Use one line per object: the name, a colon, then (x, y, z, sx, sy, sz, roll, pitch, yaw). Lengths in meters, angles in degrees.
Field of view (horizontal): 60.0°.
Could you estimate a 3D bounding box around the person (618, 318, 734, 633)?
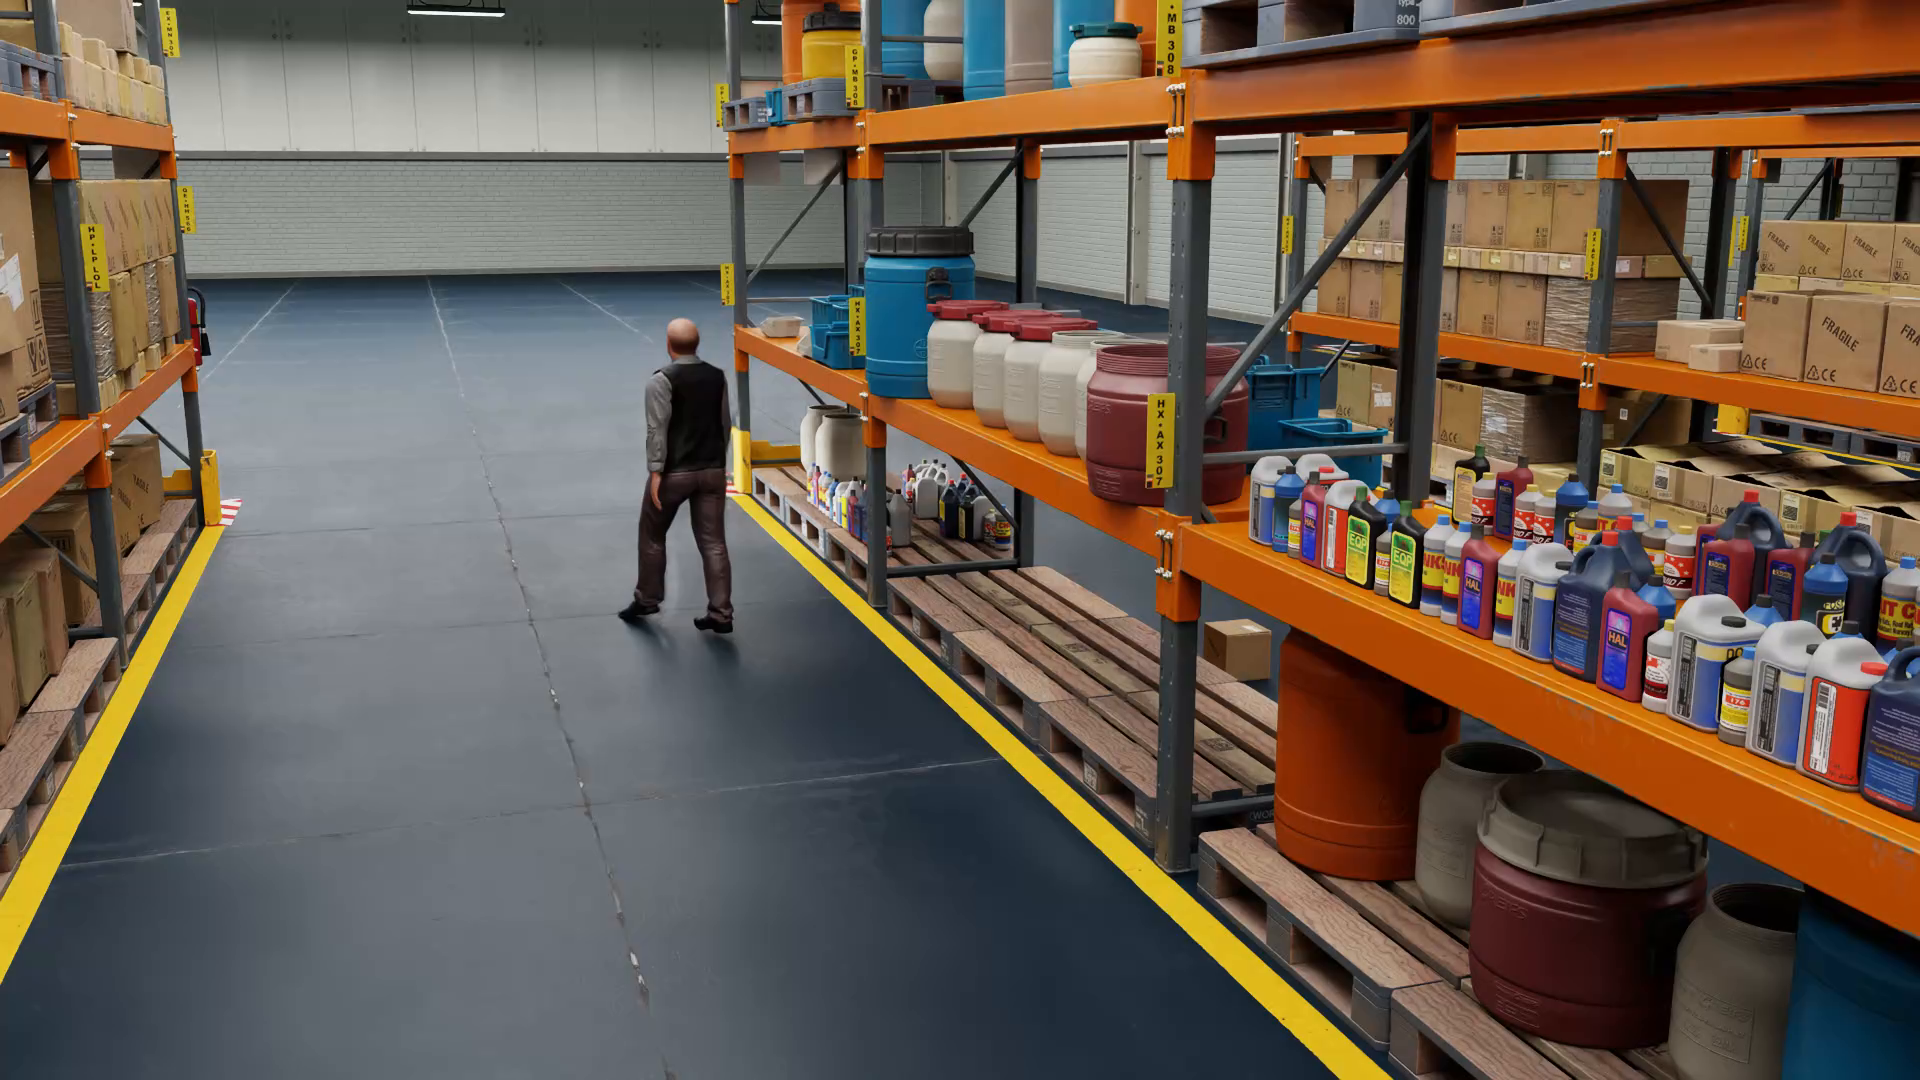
person: (-1.525, -0.361, 9.162, 0.589, 1.714, 0.847, -9, 15, -35)
